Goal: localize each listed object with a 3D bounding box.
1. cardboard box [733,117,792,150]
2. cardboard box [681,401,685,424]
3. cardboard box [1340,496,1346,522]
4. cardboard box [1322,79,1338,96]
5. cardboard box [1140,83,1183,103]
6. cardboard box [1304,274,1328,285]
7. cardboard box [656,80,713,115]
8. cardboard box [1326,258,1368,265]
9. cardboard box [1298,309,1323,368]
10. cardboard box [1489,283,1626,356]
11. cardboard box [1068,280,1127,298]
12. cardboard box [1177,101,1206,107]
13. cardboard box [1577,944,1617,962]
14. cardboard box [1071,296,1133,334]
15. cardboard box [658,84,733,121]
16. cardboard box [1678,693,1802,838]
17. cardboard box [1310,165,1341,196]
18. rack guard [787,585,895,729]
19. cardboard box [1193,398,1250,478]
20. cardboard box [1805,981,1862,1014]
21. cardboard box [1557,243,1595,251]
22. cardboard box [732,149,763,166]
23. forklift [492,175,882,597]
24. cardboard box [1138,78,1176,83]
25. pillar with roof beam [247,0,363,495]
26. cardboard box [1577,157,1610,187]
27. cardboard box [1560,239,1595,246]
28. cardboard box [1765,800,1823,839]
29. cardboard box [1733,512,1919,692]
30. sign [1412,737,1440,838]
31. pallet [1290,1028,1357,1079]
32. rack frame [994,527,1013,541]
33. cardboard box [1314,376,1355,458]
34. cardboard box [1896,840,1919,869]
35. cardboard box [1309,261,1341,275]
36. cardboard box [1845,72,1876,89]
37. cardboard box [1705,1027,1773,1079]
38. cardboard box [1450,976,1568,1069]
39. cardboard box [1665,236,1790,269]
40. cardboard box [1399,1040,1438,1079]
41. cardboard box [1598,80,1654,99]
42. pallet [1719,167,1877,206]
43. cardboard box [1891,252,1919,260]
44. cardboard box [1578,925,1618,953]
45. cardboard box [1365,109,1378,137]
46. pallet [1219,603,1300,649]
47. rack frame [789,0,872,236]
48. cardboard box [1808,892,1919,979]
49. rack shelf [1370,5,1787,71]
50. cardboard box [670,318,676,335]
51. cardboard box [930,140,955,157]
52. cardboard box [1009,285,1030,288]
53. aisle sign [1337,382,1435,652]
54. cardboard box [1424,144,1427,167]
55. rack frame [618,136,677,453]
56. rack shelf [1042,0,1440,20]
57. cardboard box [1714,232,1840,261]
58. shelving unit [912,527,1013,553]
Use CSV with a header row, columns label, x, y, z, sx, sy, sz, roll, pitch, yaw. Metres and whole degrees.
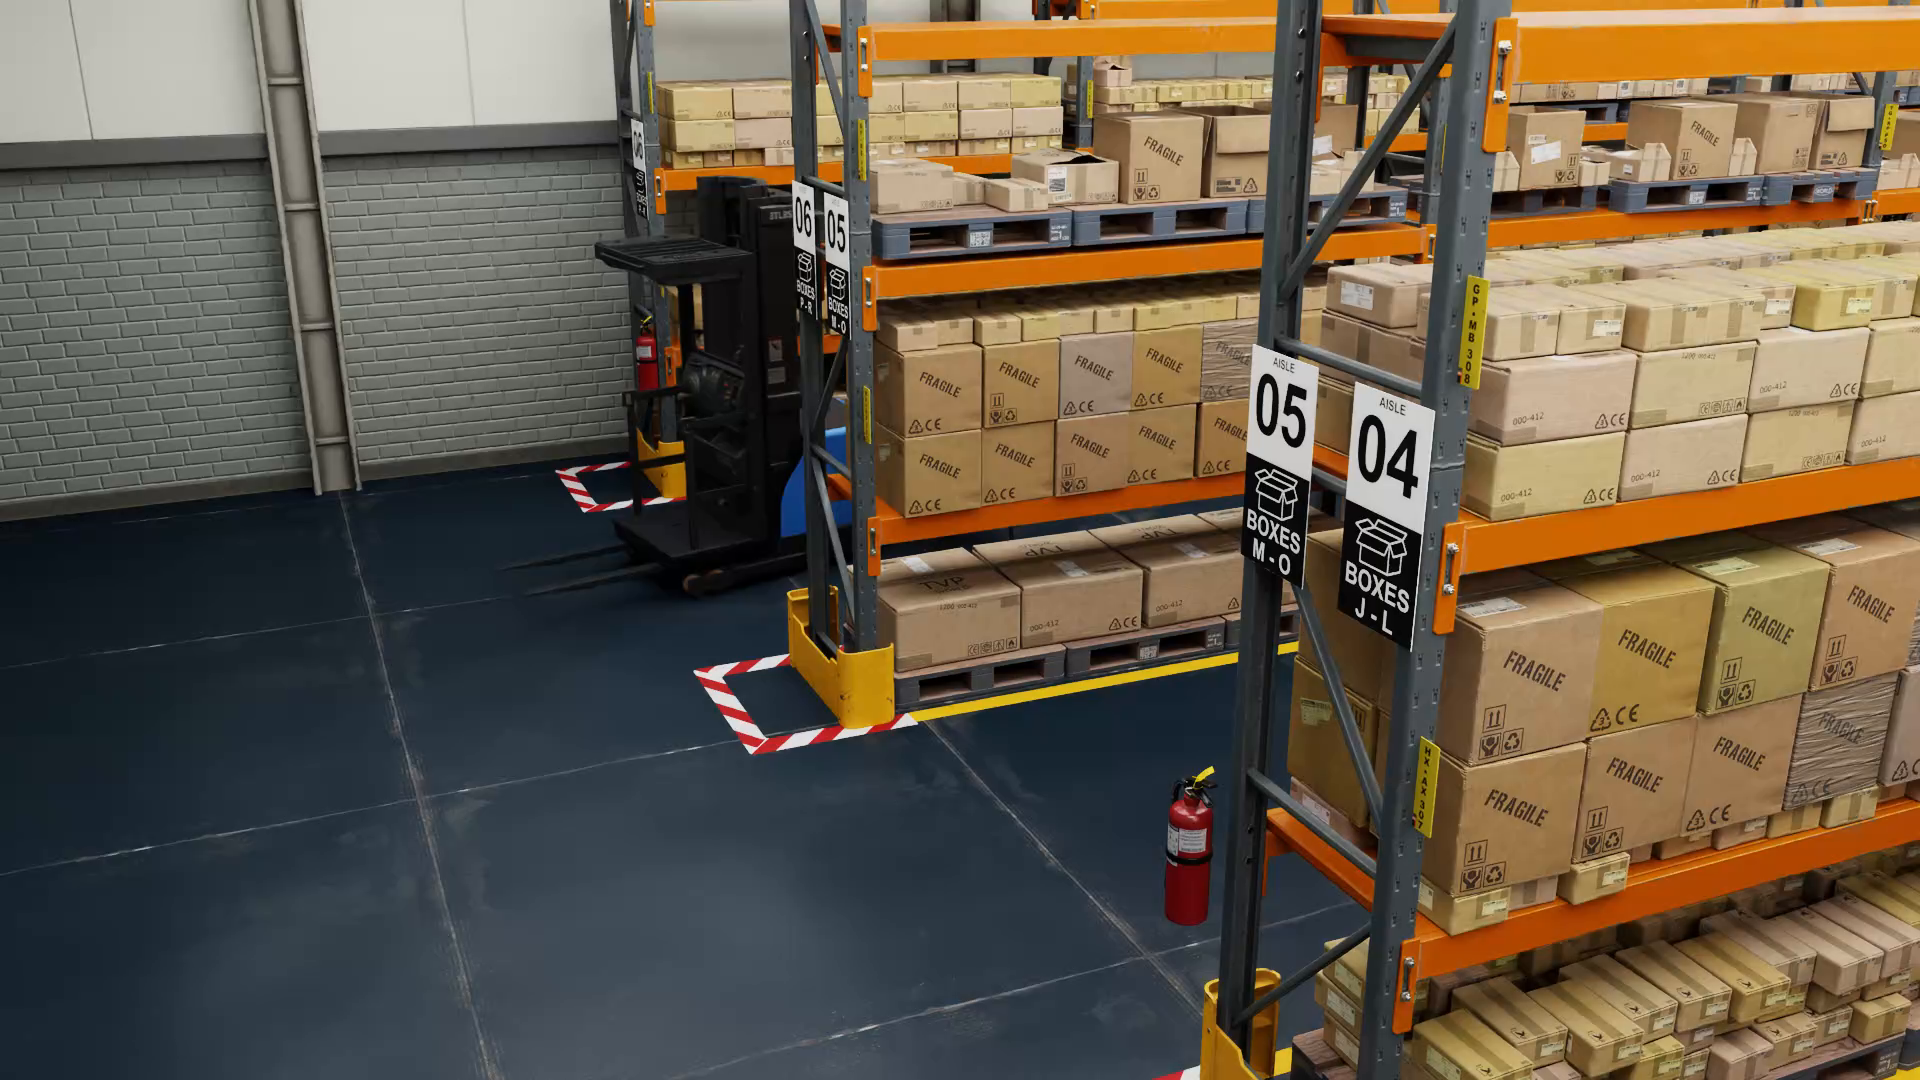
label,x,y,z,sx,sy,sz,roll,pitch,yaw
cardboard box,-1.749,-3.494,14.190,0.500,0.250,0.500,-8,21,-21
cardboard box,-2.124,-1.033,15.067,0.637,0.503,0.797,-9,21,-24
cardboard box,3.457,-0.276,12.357,0.875,0.875,0.875,-7,21,-20
cardboard box,3.463,-4.414,16.203,0.250,0.149,0.380,-9,21,-23
cardboard box,1.864,-4.152,15.429,0.250,0.149,0.380,-9,21,-23
cardboard box,2.477,-1.660,11.087,0.250,0.149,0.380,-8,21,-21
cardboard box,-2.426,-3.825,14.378,0.500,0.250,0.500,-9,21,-23
cardboard box,3.782,-2.904,16.845,0.500,0.250,0.500,-9,21,-24
cardboard box,2.126,-1.283,10.992,0.500,0.500,0.500,-8,21,-23
cardboard box,1.928,-0.721,5.410,0.250,0.149,0.380,-7,21,-20
cardboard box,0.895,-1.595,10.901,0.250,0.149,0.380,-7,21,-20
cardboard box,2.093,-4.041,15.561,0.250,0.149,0.380,-8,21,-21
cardboard box,2.618,1.757,7.228,0.250,0.149,0.380,-8,21,-21
cardboard box,0.879,-1.401,10.353,0.250,0.149,0.380,-8,21,-21
cardboard box,-2.216,-3.663,13.918,0.500,0.250,0.500,-8,21,-23
cardboard box,2.758,0.747,6.285,0.500,0.500,0.500,-8,21,-21
cardboard box,2.217,-2.300,10.615,0.250,0.149,0.380,-8,21,-21
rack guard,-0.776,0.734,10.684,0.348,0.500,1.175,-8,21,-22
cardboard box,1.668,-0.743,10.964,0.500,0.500,0.500,-8,21,-23
cardboard box,3.577,1.818,7.054,0.250,0.149,0.380,-9,21,-24
cardboard box,6.538,-3.129,18.118,0.500,0.250,0.500,-7,21,-20
cardboard box,-1.866,-3.300,14.239,0.250,0.149,0.380,-8,21,-22
forklift,-2.019,-1.160,12.403,3.031,2.935,1.130,-13,23,-33
cardboard box,1.875,-4.352,15.997,0.250,0.149,0.380,-8,21,-20
pillar with roof beam,-3.851,-3.398,9.624,0.400,9.000,9.100,-8,21,-22
cardboard box,4.220,-2.537,11.413,0.250,0.166,0.380,-10,22,-26
cardboard box,6.534,-3.366,18.040,0.500,0.250,0.500,-8,21,-21
cardboard box,3.139,1.003,6.535,0.250,0.149,0.380,-7,21,-20
cardboard box,3.231,0.213,6.297,0.500,0.500,0.500,-9,21,-24
sign,1.515,0.805,5.415,0.005,0.325,0.100,-8,21,-22
pallet,2.130,2.257,6.793,1.213,0.211,1.003,-8,21,-22
rack frame,0.342,-0.756,13.412,0.023,1.500,0.400,-8,21,-22
cardboard box,1.613,-0.437,5.955,0.500,0.250,0.500,-9,21,-23
cardboard box,4.298,1.388,7.827,0.250,0.149,0.380,-7,21,-19
cardboard box,2.526,-1.837,11.589,0.250,0.149,0.380,-8,21,-23
cardboard box,10.126,-5.473,19.094,0.637,0.503,0.797,-7,21,-20
cardboard box,3.079,2.060,6.815,0.250,0.149,0.380,-9,21,-25
cardboard box,2.121,1.876,6.442,0.250,0.149,0.380,-8,21,-21
cardboard box,2.910,-1.049,6.341,0.250,0.149,0.380,-9,21,-23
cardboard box,1.883,2.064,6.357,0.250,0.149,0.380,-7,21,-20
cardboard box,7.022,-4.887,17.721,0.500,0.311,0.500,-9,21,-24
pallet,6.022,-2.725,12.514,1.003,0.211,1.213,-7,21,-19
cardboard box,3.616,-0.944,6.042,0.250,0.149,0.380,-8,21,-22
cardboard box,2.614,1.612,7.192,0.250,0.149,0.380,-7,21,-20
cardboard box,3.786,-4.150,16.501,0.500,0.250,0.500,-8,21,-22
pallet,2.190,0.417,12.019,1.213,0.211,1.003,-8,21,-22
rack frame,-0.754,-3.278,9.282,0.127,3.000,1.000,-8,21,-22
cardboard box,3.823,1.669,7.030,0.250,0.149,0.380,-9,21,-25
rack shelf,4.756,-3.539,11.709,4.000,0.370,1.077,-8,21,-22
cardboard box,-2.525,-1.968,14.974,0.250,0.149,0.380,-8,21,-23
cardboard box,-0.224,-3.525,14.880,0.250,0.149,0.380,-7,21,-20
cardboard box,0.579,-2.416,15.644,0.500,0.250,0.500,-8,21,-21
aisle sign,1.352,-0.077,5.310,0.004,0.787,0.394,-8,21,-22
cardboard box,3.645,-2.725,11.731,0.500,0.311,0.500,-8,21,-22
rack frame,-2.723,-1.961,14.576,0.127,3.000,1.000,-8,21,-22
rack shelf,2.786,-5.052,16.007,4.000,0.370,1.077,-8,21,-22
cardboard box,3.149,-1.085,6.443,0.250,0.149,0.380,-9,21,-24
shelving unit,0.006,-0.708,13.275,0.755,1.500,0.431,-8,21,-22
